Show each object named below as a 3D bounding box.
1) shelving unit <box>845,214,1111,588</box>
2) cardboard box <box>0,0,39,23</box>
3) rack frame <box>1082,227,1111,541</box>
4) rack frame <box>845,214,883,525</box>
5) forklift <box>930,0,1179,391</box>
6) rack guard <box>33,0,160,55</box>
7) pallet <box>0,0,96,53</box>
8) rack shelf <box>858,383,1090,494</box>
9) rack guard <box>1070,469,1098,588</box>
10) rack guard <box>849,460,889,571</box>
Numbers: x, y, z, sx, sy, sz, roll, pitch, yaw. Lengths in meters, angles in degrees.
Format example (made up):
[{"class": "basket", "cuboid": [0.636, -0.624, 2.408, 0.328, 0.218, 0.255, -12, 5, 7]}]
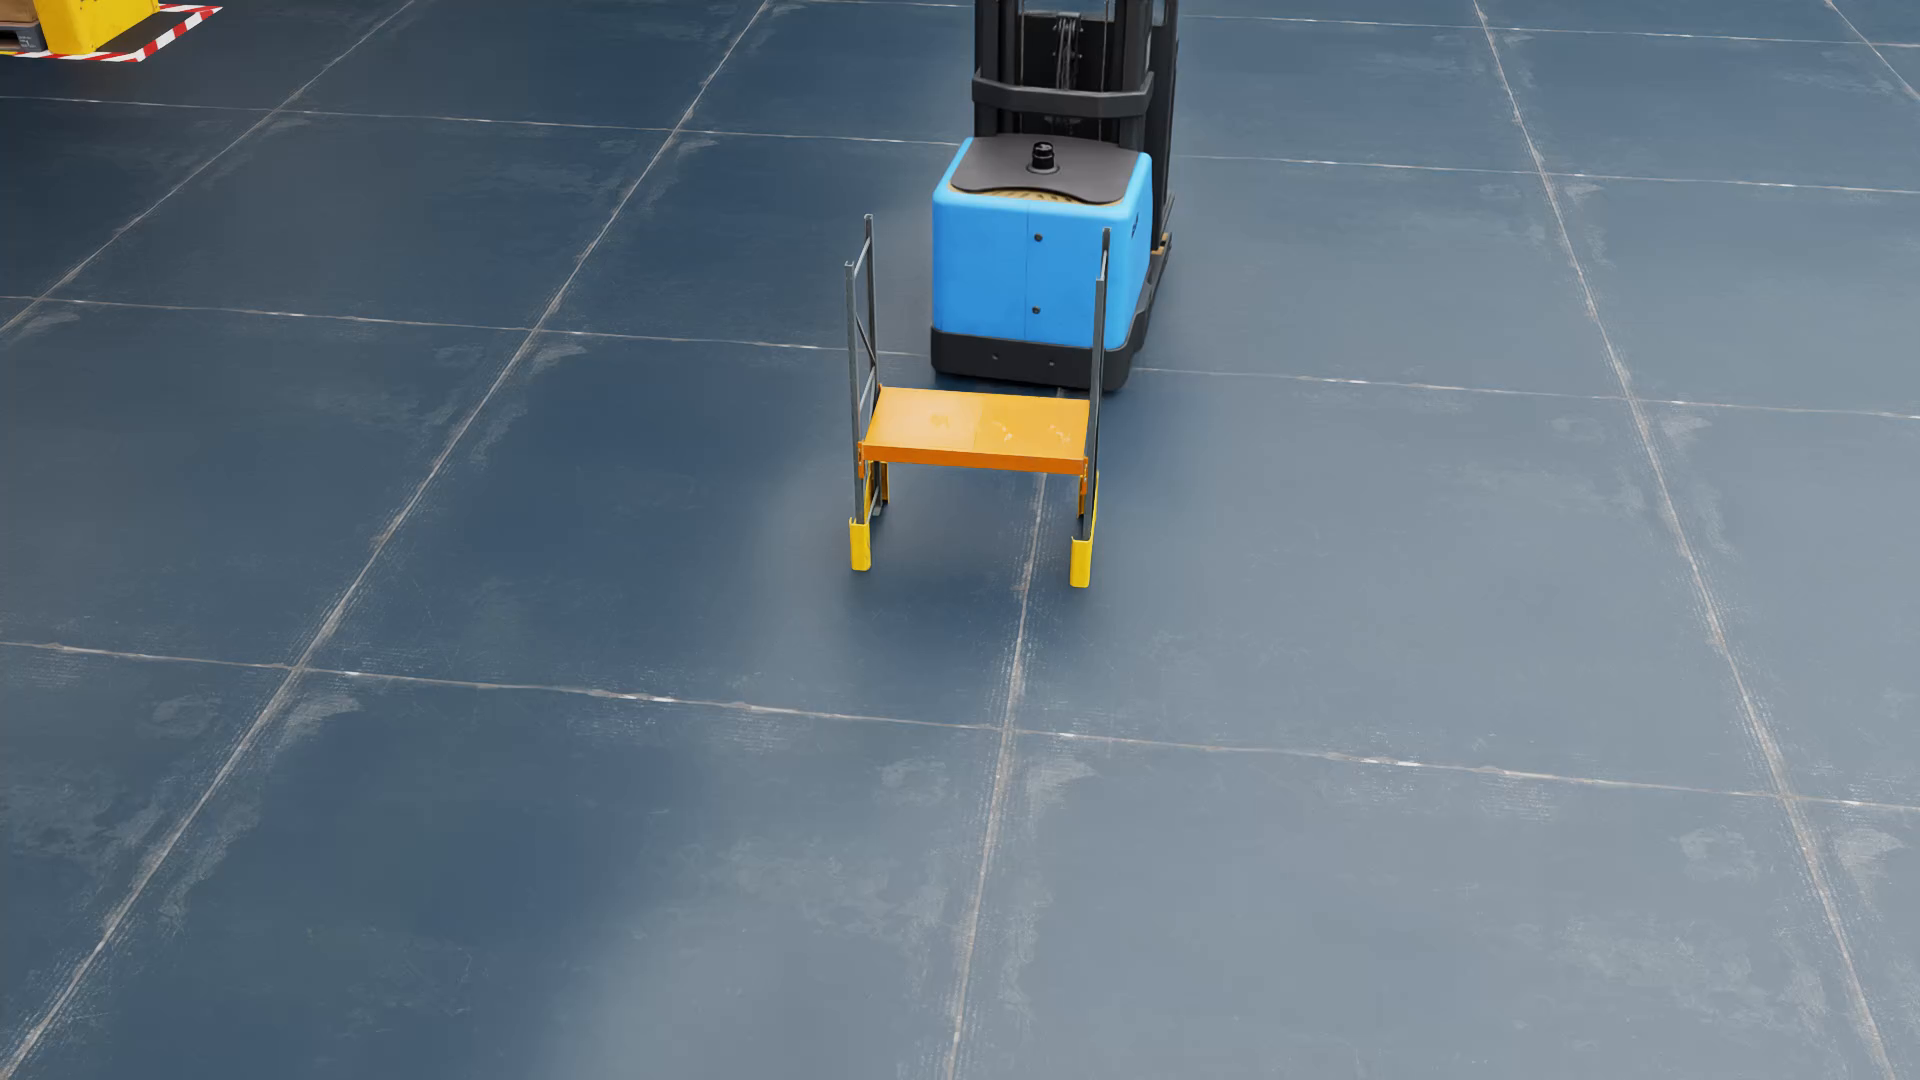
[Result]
[{"class": "shelving unit", "cuboid": [0.076, -0.605, 7.306, 1.083, 1.500, 0.587, 4, 36, 6]}, {"class": "cardboard box", "cuboid": [-7.677, -4.705, 13.228, 0.875, 0.875, 0.875, 4, 36, 6]}, {"class": "rack frame", "cuboid": [0.589, -0.567, 7.253, 0.032, 1.500, 0.500, 4, 36, 6]}, {"class": "rack frame", "cuboid": [-0.420, -0.642, 7.358, 0.032, 1.500, 0.500, 4, 36, 6]}, {"class": "forklift", "cuboid": [0.675, -2.830, 9.192, 1.130, 2.935, 3.031, 8, 36, 11]}, {"class": "rack guard", "cuboid": [-6.972, -4.368, 13.440, 0.348, 0.500, 1.175, 4, 36, 6]}, {"class": "pallet", "cuboid": [-7.799, -4.266, 13.546, 1.213, 0.211, 1.003, 4, 36, 6]}, {"class": "rack shelf", "cuboid": [0.085, -0.458, 7.410, 1.000, 0.185, 0.538, 4, 36, 6]}, {"class": "rack guard", "cuboid": [0.570, -0.059, 7.618, 0.087, 0.250, 0.587, 4, 36, 6]}, {"class": "rack guard", "cuboid": [-0.418, -0.133, 7.721, 0.087, 0.250, 0.587, 4, 36, 6]}]
